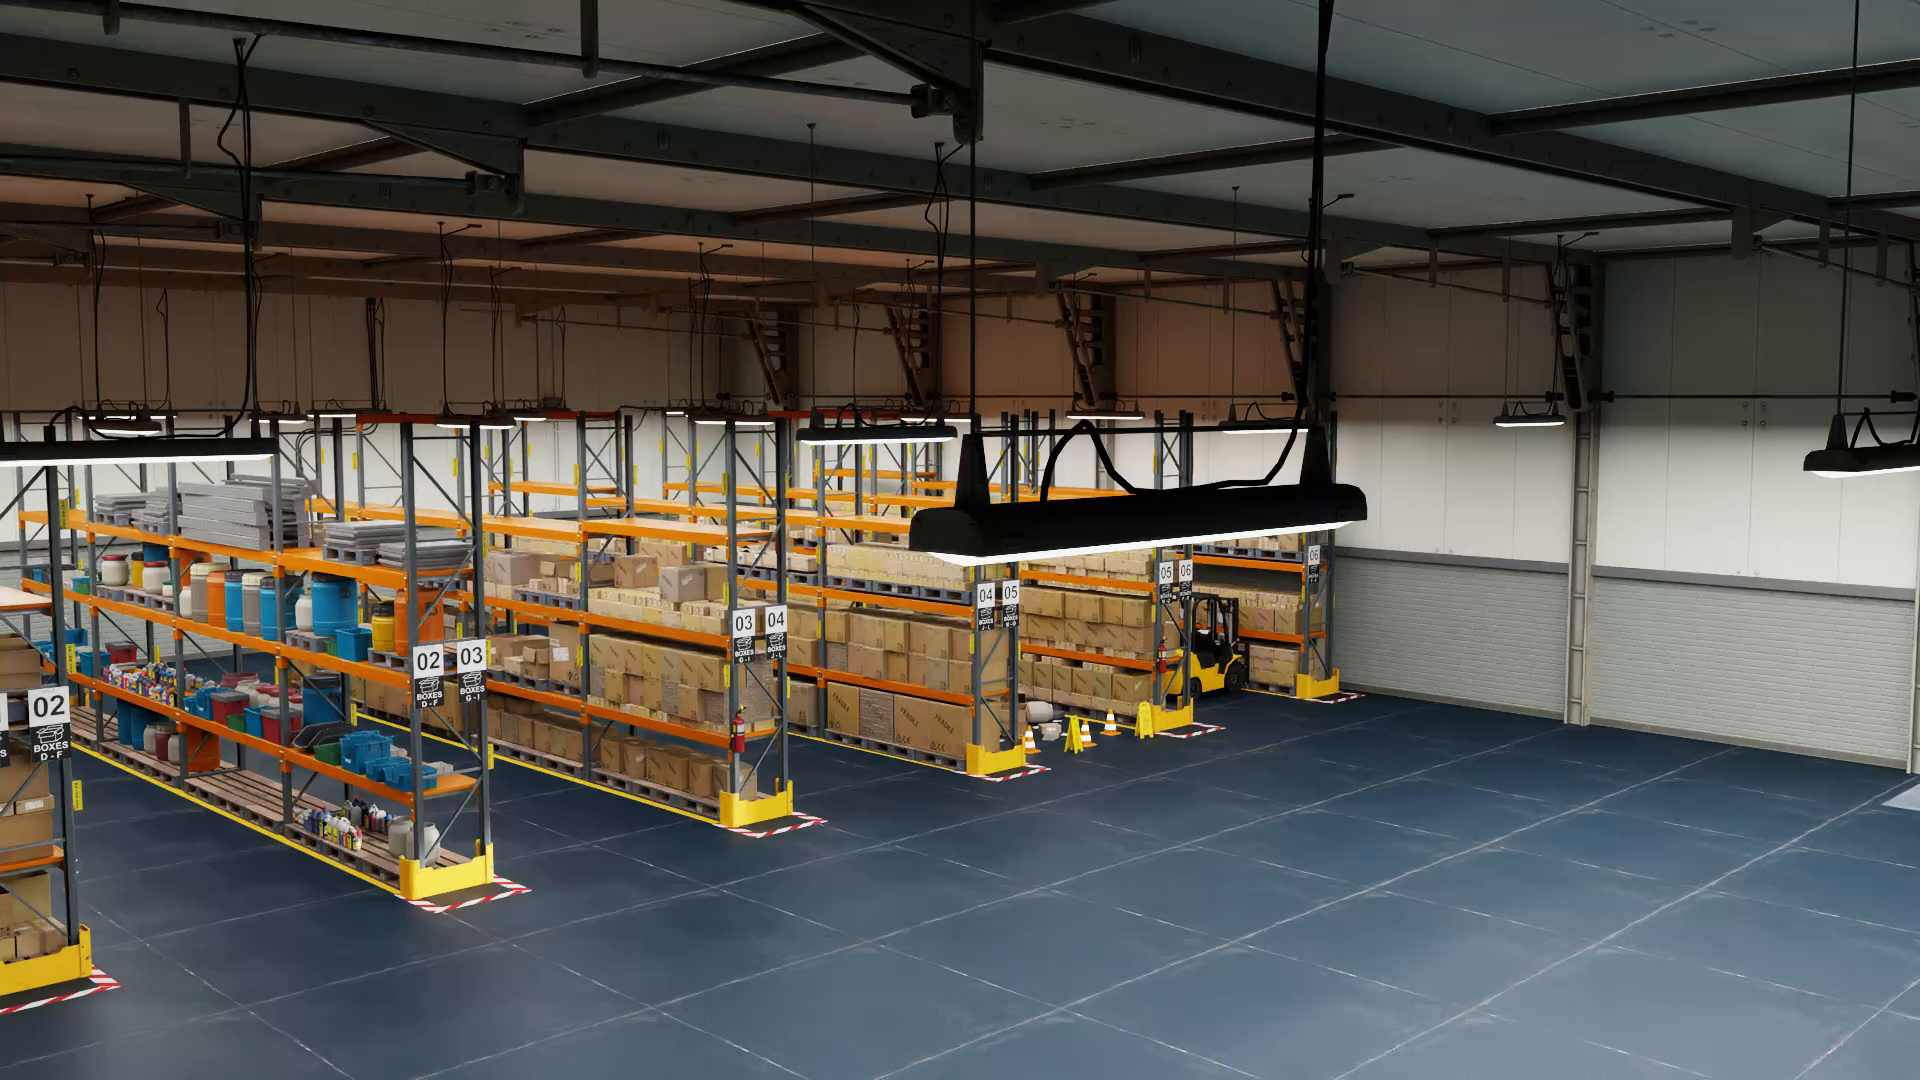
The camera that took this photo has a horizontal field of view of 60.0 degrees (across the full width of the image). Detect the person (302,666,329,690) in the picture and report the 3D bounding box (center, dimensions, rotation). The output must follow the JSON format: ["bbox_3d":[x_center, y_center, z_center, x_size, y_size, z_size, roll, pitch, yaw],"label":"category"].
[{"bbox_3d":[-11.456,2.978,29.503,0.864,1.588,0.669,2,5,22],"label":"person"}]
